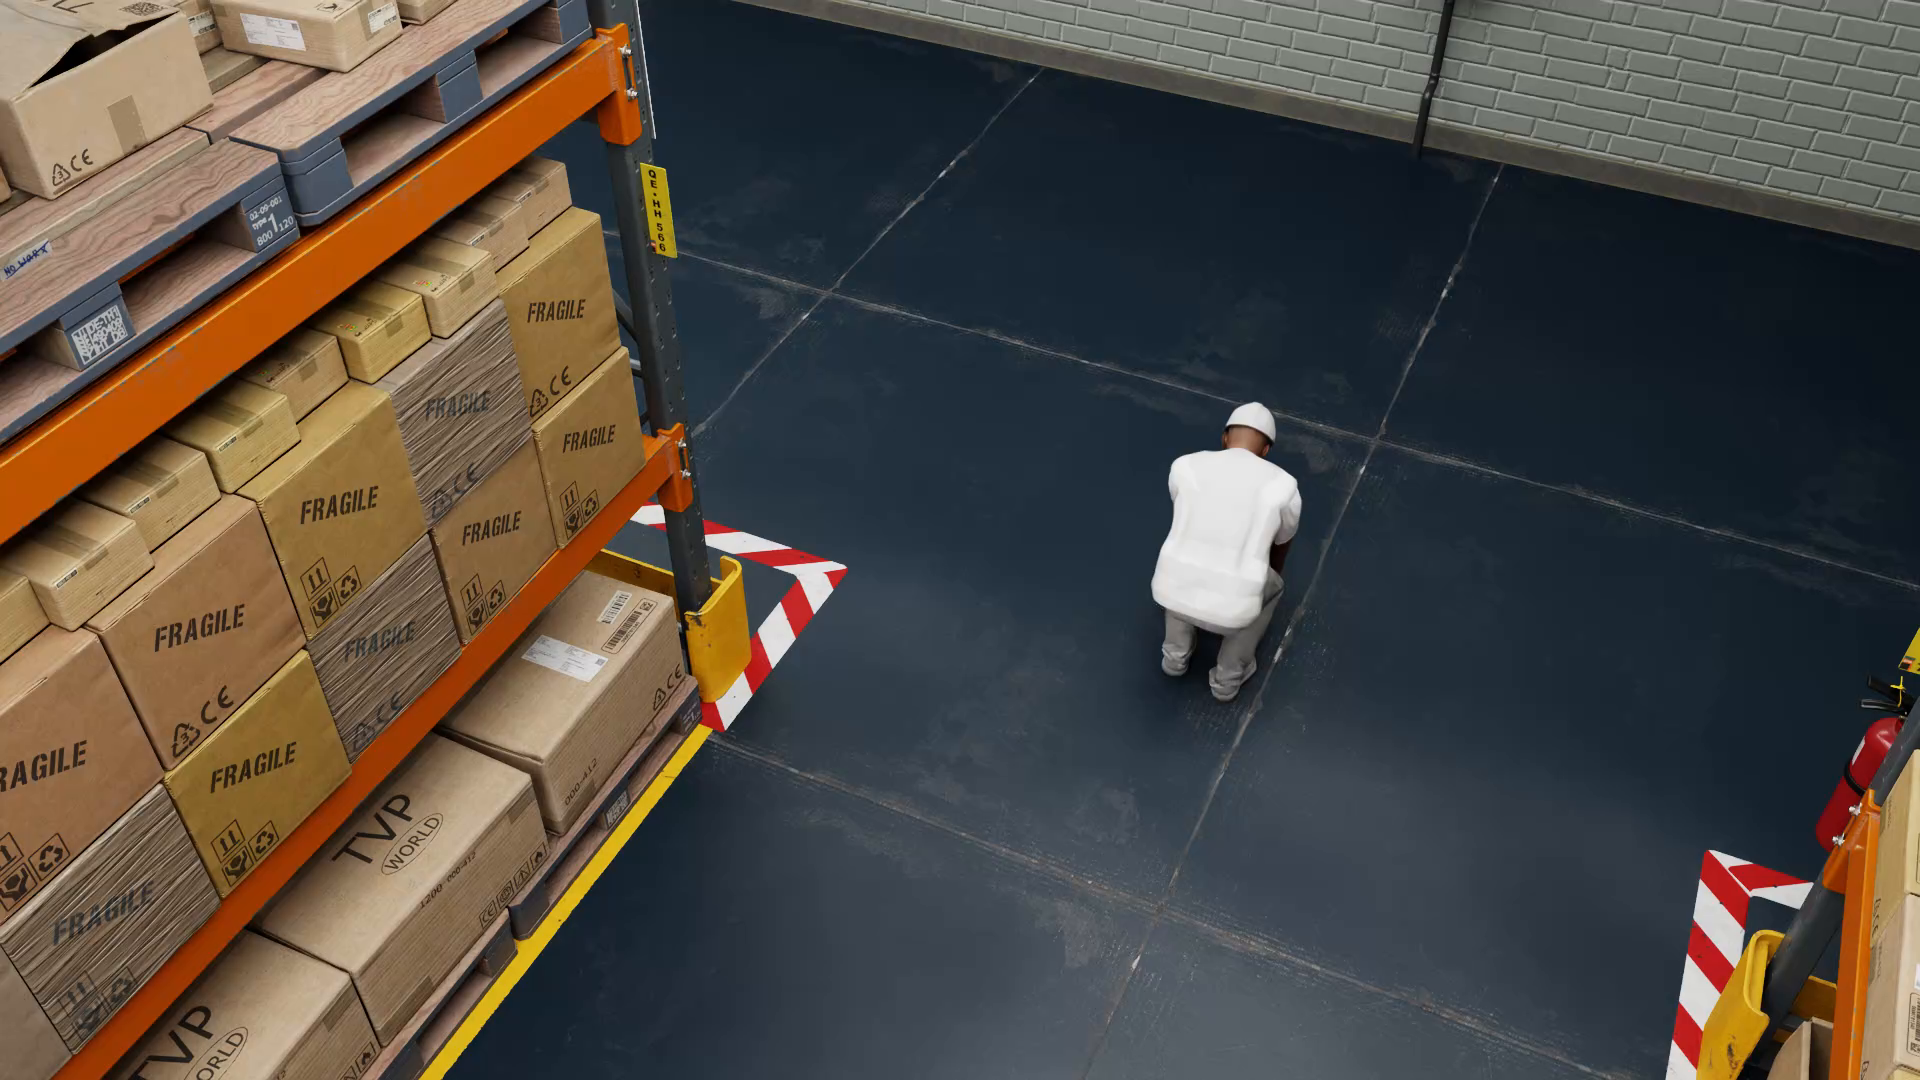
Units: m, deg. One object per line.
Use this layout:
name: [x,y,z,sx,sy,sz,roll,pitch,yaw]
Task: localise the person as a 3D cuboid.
person: [1.036,0.067,6.641,0.532,1.008,0.919,16,44,17]
